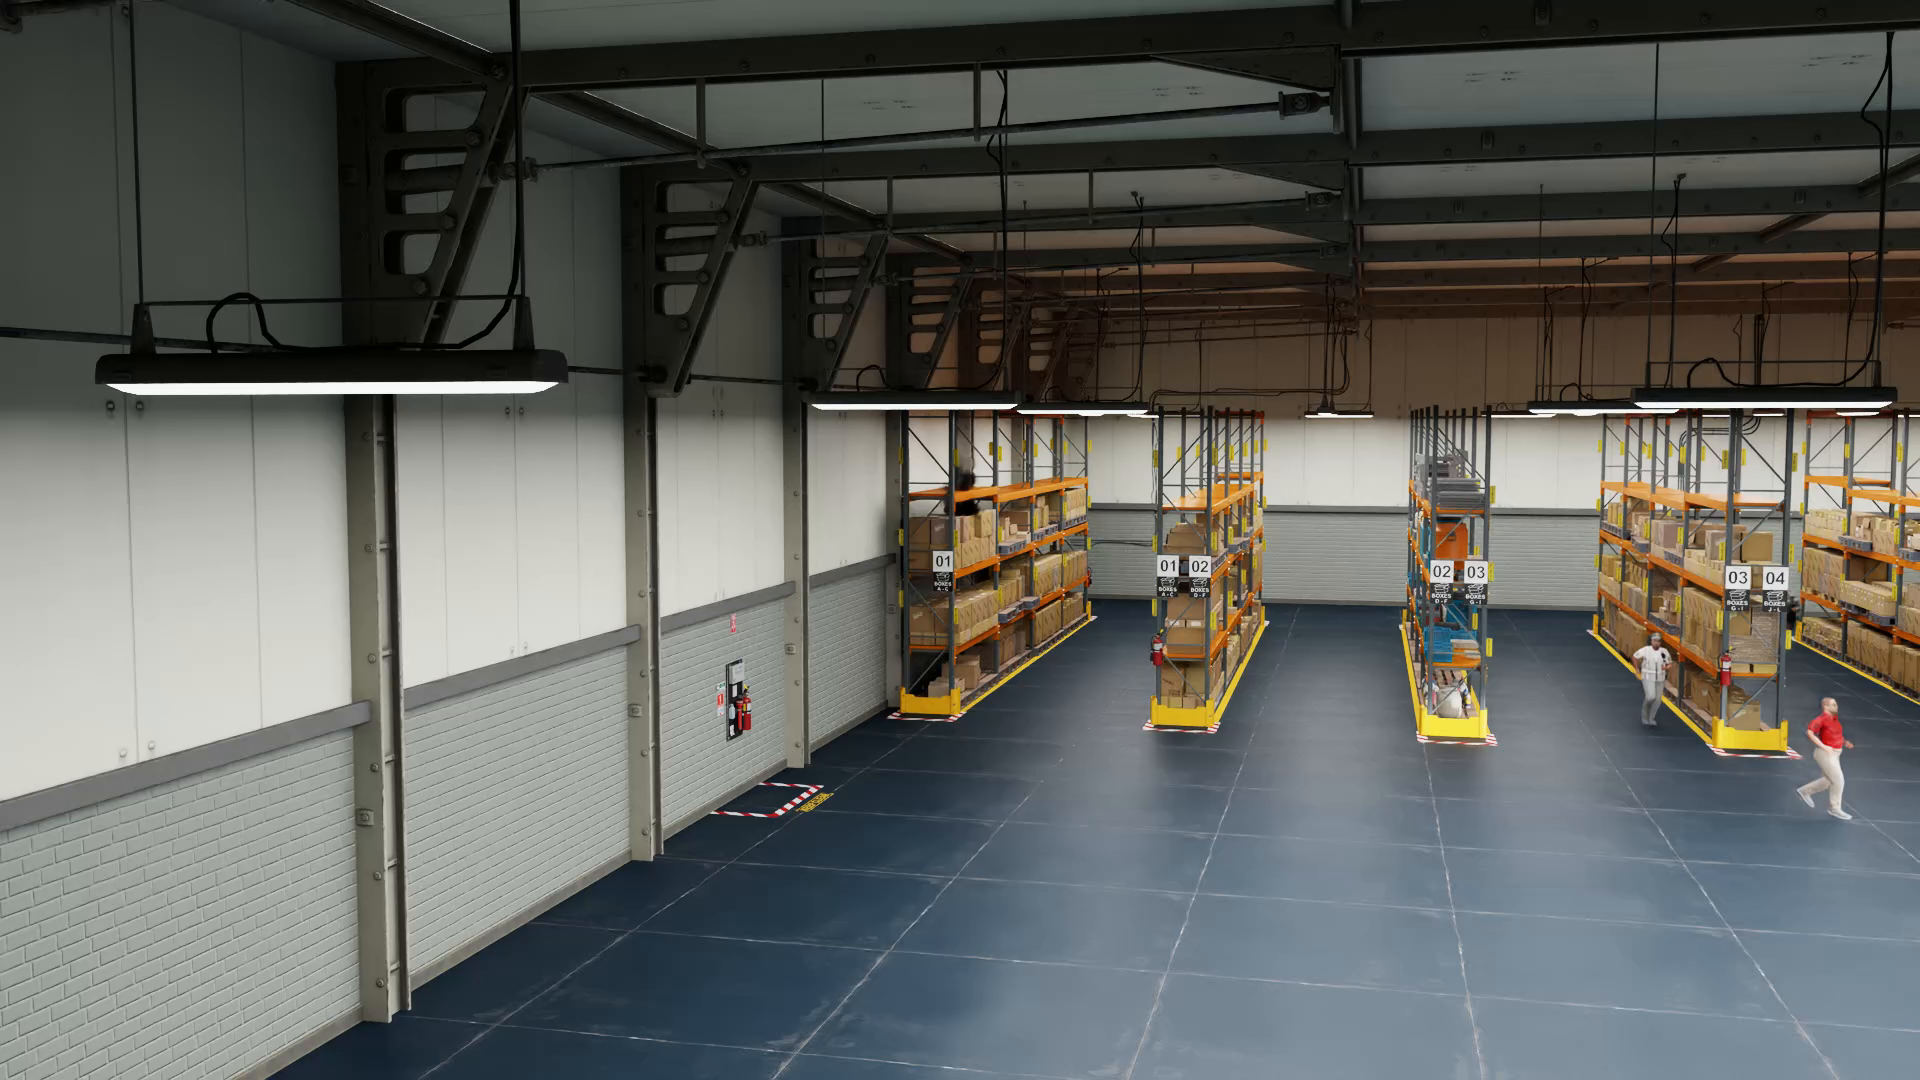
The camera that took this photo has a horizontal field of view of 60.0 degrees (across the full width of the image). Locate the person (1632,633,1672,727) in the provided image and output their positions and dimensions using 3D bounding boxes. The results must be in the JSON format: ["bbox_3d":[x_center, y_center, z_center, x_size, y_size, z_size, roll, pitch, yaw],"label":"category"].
[{"bbox_3d":[12.980,2.613,31.091,0.652,1.769,0.653,0,4,3],"label":"person"}]

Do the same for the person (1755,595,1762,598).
[{"bbox_3d":[20.626,1.776,43.655,0.778,1.636,0.805,3,5,36],"label":"person"}]

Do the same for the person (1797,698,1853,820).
[{"bbox_3d":[12.548,3.140,24.125,0.789,1.726,0.670,4,6,44],"label":"person"}]

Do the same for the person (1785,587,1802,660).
[{"bbox_3d":[19.899,1.998,40.033,0.627,1.778,0.820,1,4,17],"label":"person"}]
